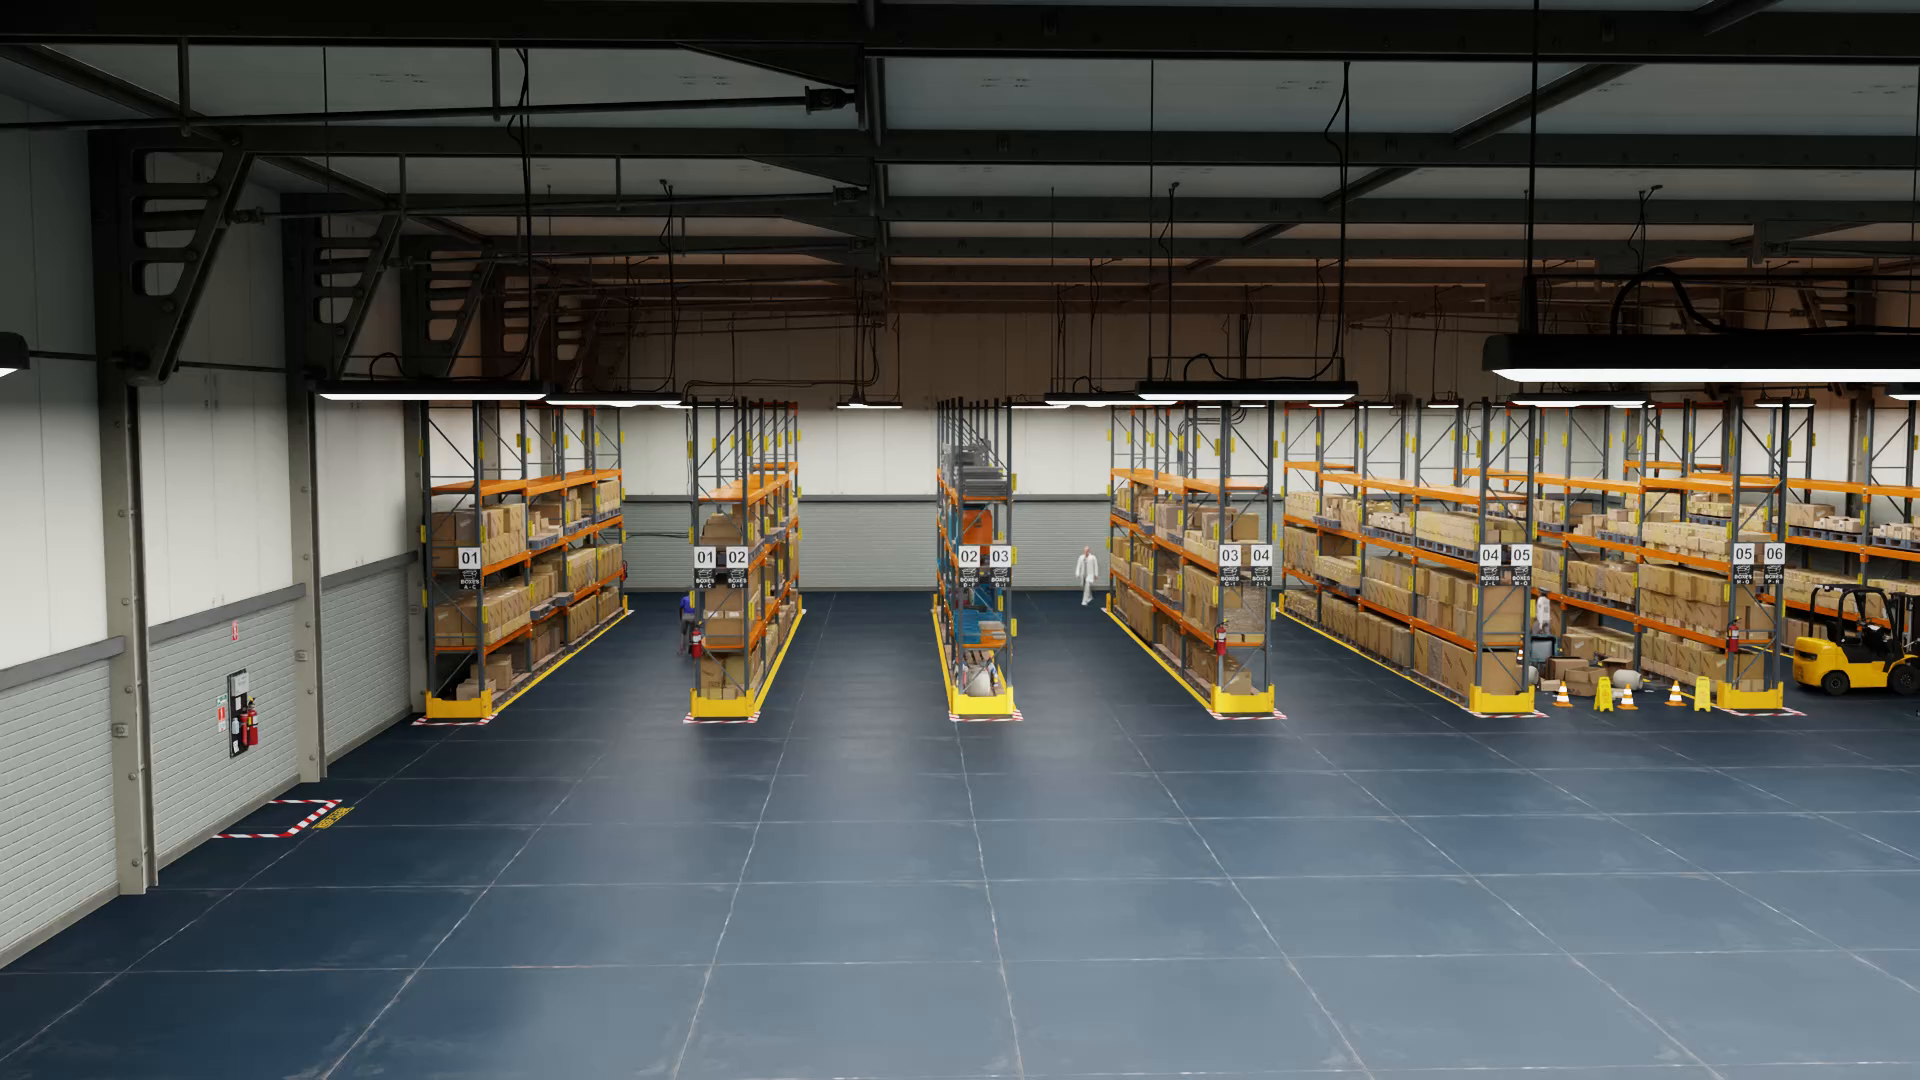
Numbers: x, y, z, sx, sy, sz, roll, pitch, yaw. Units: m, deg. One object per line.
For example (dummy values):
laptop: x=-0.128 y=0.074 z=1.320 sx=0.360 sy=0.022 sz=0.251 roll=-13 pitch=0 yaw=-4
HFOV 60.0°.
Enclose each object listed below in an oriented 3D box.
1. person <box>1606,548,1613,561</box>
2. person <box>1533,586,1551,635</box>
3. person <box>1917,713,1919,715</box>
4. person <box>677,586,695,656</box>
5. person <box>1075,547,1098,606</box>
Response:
person: x=19.304 y=1.039 z=49.687 sx=0.944 sy=1.690 sz=0.541 roll=-1 pitch=4 yaw=-8
person: x=13.505 y=1.939 z=38.476 sx=0.468 sy=1.726 sz=0.592 roll=-1 pitch=5 yaw=-15
person: x=18.402 y=2.484 z=31.272 sx=0.916 sy=1.622 sz=0.497 roll=-1 pitch=4 yaw=-9
person: x=-6.348 y=1.908 z=38.936 sx=0.501 sy=1.631 sz=0.623 roll=0 pitch=4 yaw=1
person: x=3.758 y=1.049 z=49.170 sx=0.594 sy=1.721 sz=1.202 roll=2 pitch=5 yaw=27
